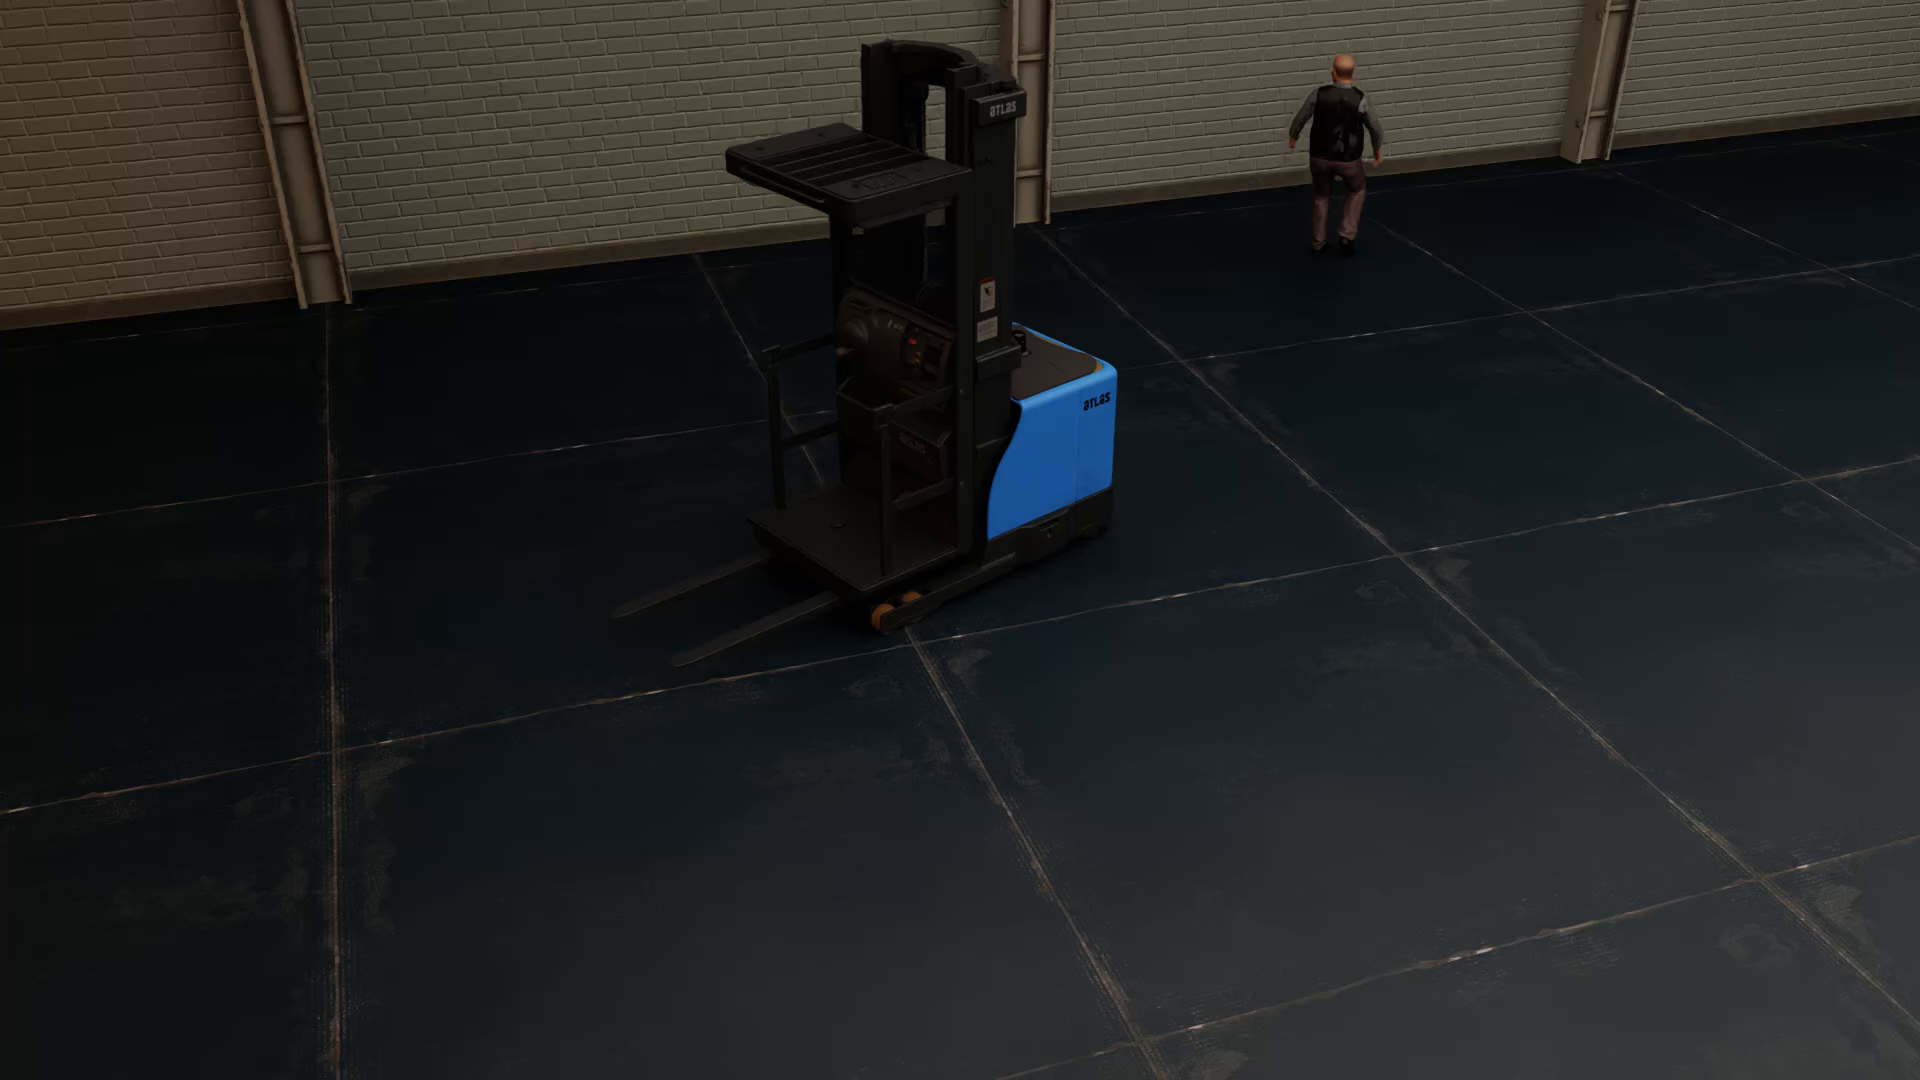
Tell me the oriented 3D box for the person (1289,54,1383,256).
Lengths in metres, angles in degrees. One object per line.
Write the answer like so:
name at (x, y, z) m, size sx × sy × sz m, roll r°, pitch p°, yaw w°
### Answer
person at (3.122, -3.215, 13.942) m, size 0.802 × 1.716 × 0.495 m, roll 15°, pitch 33°, yaw 24°

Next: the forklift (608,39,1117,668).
forklift at (-0.518, -1.048, 8.908) m, size 3.031 × 2.935 × 1.130 m, roll -23°, pitch 37°, yaw -34°
